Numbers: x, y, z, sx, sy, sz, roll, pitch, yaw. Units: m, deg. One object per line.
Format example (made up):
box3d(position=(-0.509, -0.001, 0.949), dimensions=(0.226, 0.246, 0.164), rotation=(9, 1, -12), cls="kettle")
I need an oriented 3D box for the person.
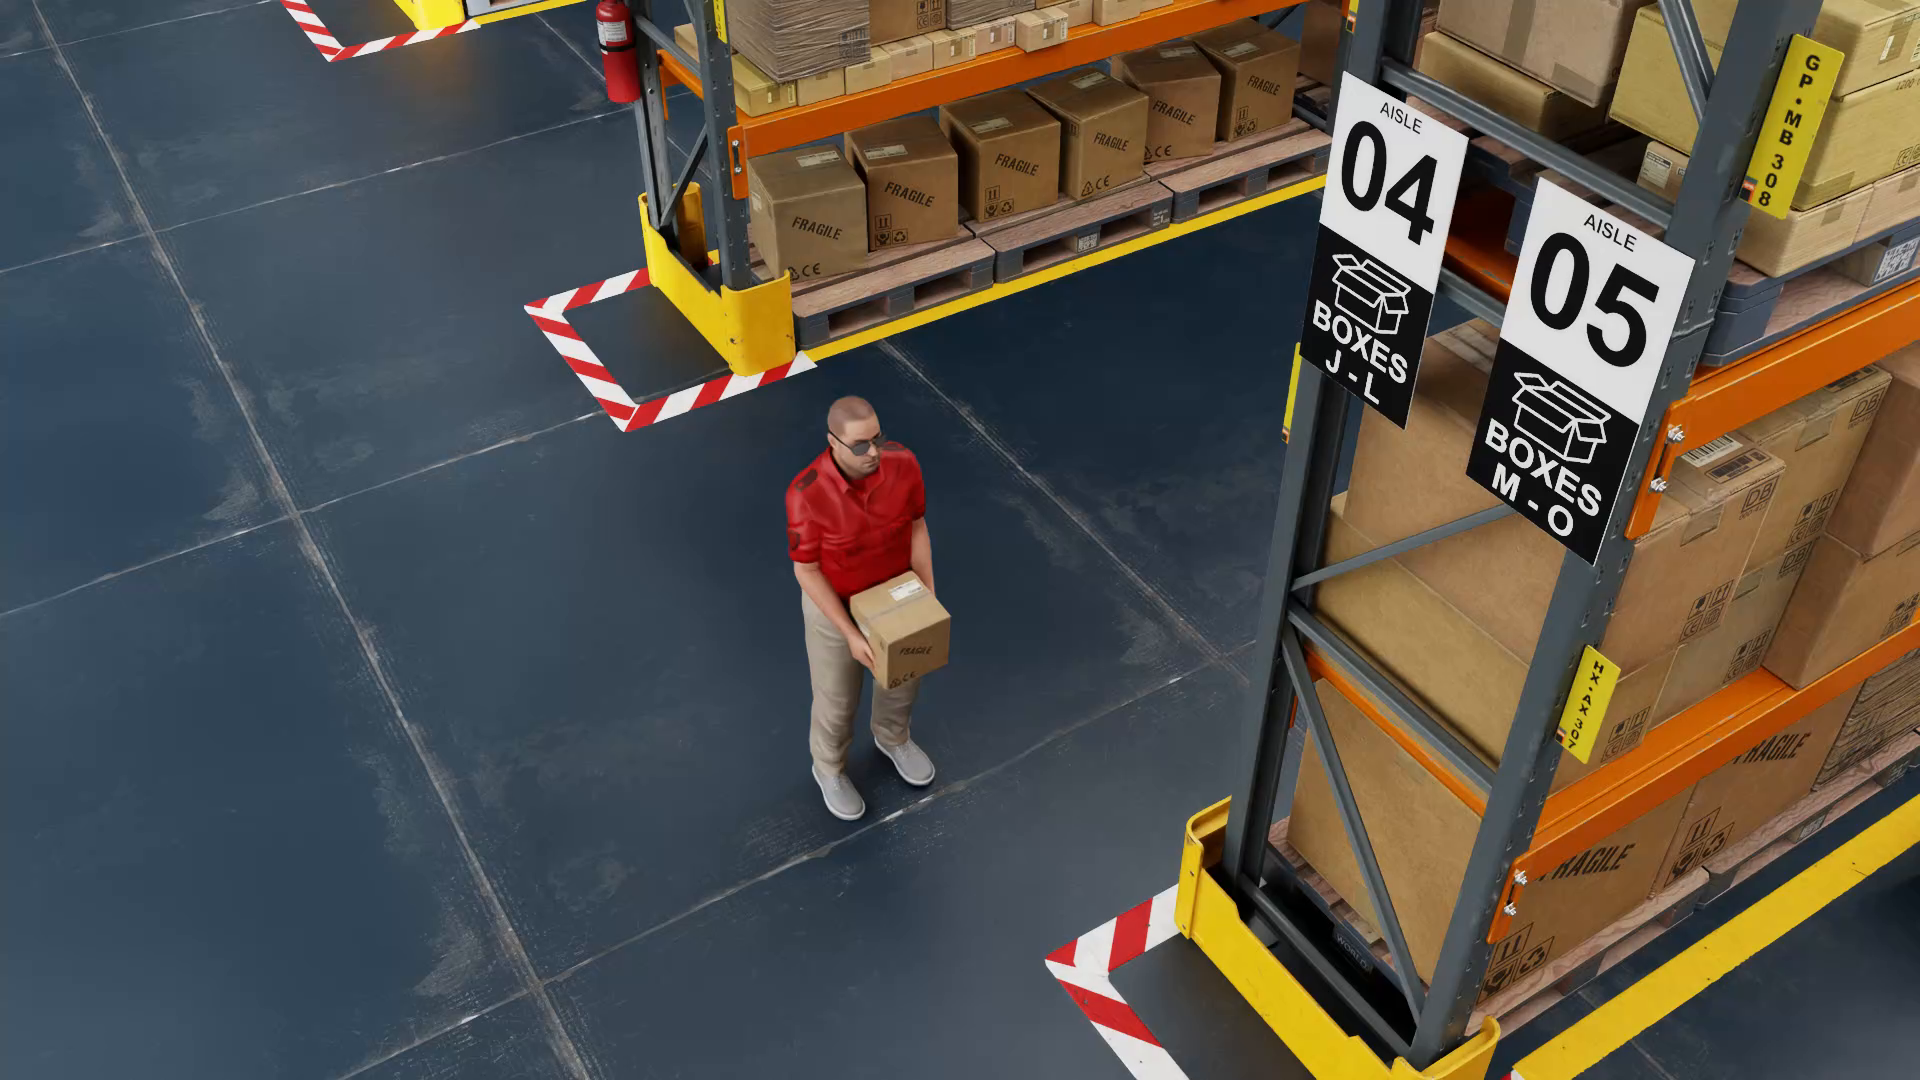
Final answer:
box3d(position=(-0.335, 0.308, 5.956), dimensions=(0.524, 1.533, 0.387), rotation=(-23, 46, -24), cls="person")
